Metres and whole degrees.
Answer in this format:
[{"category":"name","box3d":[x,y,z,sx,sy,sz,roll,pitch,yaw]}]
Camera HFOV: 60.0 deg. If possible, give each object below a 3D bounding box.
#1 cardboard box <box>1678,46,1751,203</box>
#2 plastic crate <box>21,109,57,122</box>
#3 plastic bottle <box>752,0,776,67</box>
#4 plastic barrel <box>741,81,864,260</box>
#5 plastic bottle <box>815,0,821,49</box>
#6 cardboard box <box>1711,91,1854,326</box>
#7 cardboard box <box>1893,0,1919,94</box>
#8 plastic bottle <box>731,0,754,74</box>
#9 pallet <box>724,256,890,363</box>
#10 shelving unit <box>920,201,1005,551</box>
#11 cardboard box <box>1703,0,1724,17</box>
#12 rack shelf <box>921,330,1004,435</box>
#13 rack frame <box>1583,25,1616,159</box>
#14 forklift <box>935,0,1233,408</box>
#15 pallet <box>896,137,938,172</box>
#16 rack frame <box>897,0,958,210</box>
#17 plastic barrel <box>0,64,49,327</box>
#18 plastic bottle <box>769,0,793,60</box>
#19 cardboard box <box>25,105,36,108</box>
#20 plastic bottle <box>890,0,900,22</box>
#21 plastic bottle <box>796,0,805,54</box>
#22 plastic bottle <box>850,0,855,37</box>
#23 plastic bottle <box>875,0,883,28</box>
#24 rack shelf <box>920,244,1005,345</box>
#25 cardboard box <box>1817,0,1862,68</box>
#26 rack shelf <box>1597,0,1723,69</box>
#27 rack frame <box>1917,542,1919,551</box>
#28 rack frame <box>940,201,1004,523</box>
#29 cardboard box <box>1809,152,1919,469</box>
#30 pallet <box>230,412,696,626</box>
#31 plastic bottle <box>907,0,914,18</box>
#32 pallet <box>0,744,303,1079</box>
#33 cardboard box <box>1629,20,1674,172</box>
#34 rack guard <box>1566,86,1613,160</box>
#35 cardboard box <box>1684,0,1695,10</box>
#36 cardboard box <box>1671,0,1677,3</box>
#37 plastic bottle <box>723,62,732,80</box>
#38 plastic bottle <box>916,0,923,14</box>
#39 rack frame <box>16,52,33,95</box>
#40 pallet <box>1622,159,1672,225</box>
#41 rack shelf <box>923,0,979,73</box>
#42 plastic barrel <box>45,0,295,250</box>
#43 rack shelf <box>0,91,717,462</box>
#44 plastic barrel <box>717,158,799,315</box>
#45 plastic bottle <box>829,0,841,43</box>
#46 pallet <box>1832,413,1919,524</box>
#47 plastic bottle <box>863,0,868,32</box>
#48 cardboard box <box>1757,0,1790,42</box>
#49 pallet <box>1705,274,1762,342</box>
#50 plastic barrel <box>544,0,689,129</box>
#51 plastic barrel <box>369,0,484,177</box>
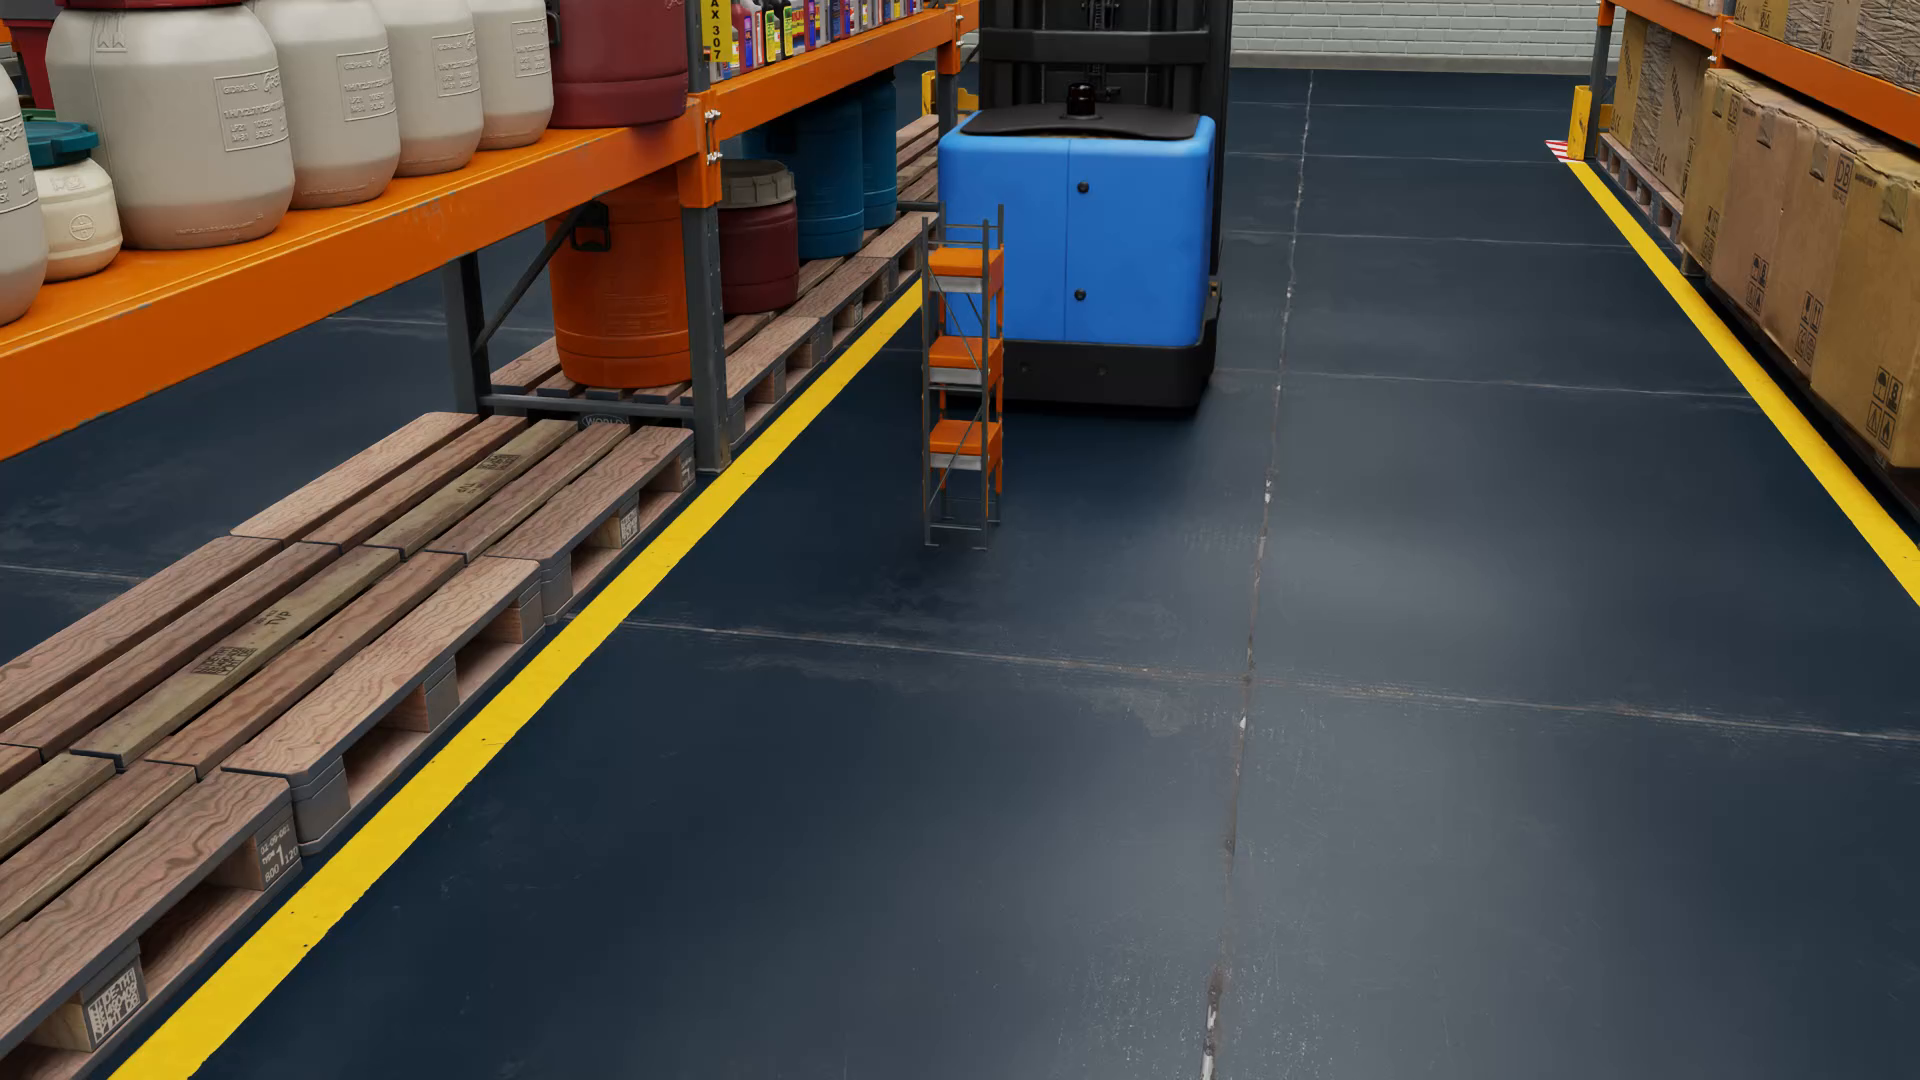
[{"category":"cardboard box","box3d":[4.548,-2.210,9.107,0.875,0.875,0.875,4,22,11]},{"category":"plastic crate","box3d":[-2.067,-0.777,3.552,0.450,0.188,0.662,4,22,11]},{"category":"plastic bottle","box3d":[-0.759,-1.974,6.396,0.061,0.283,0.133,4,22,11]},{"category":"plastic barrel","box3d":[-0.786,-1.908,8.322,0.600,0.901,0.708,4,22,11]},{"category":"plastic bottle","box3d":[-0.639,-2.217,7.014,0.097,0.271,0.097,0,22,0]},{"category":"cardboard box","box3d":[4.042,-1.412,7.126,1.225,0.875,0.875,4,22,9]},{"category":"cardboard box","box3d":[3.484,-1.730,5.500,0.500,0.500,0.500,4,22,10]},{"category":"plastic bottle","box3d":[-0.814,-1.876,6.153,0.061,0.283,0.133,4,22,11]},{"category":"pallet","box3d":[-0.959,-1.123,7.859,1.003,0.211,1.213,4,22,11]},{"category":"shelving unit","box3d":[0.011,-0.507,5.206,0.215,1.050,0.252,4,22,11]},{"category":"cardboard box","box3d":[4.076,-2.785,8.590,0.380,0.149,0.250,5,22,11]},{"category":"rack shelf","box3d":[0.011,-0.497,5.210,0.215,0.259,0.240,4,22,11]},{"category":"rack frame","box3d":[5.151,-4.228,11.837,1.000,3.000,0.127,4,22,11]},{"category":"forklift","box3d":[0.667,-2.389,7.361,1.130,2.935,3.031,4,22,9]},{"category":"pallet","box3d":[-0.155,-2.569,11.449,1.003,0.211,1.213,4,22,11]},{"category":"rack frame","box3d":[-0.514,-3.143,9.142,1.000,3.000,0.127,4,22,11]},{"category":"plastic barrel","box3d":[-1.736,-0.613,2.679,0.433,0.535,0.433,0,22,0]},{"category":"plastic bottle","box3d":[-0.712,-2.059,6.606,0.061,0.283,0.133,4,22,11]},{"category":"cardboard box","box3d":[-5.182,-2.364,9.965,0.500,0.500,0.500,4,22,11]},{"category":"plastic bottle","box3d":[-0.381,-2.759,8.254,0.144,0.351,0.185,4,22,11]},{"category":"plastic bottle","box3d":[-0.686,-2.132,6.805,0.097,0.271,0.097,0,22,0]},{"category":"plastic bottle","box3d":[-0.527,-2.385,7.527,0.097,0.201,0.097,0,22,0]},{"category":"plastic bottle","box3d":[-0.455,-2.598,7.956,0.152,0.276,0.135,4,22,11]},{"category":"rack shelf","box3d":[0.011,-0.760,5.104,0.215,0.259,0.240,4,22,11]},{"category":"cardboard box","box3d":[3.692,-2.106,6.434,0.500,0.500,0.500,5,22,12]},{"category":"rack shelf","box3d":[4.743,-3.163,10.155,1.077,0.370,4.000,4,22,11]},{"category":"rack frame","box3d":[3.519,-1.302,4.572,1.000,3.000,0.127,4,22,11]},{"category":"rack frame","box3d":[0.036,-0.551,5.317,0.200,1.050,0.008,4,22,11]},{"category":"cardboard box","box3d":[3.680,-0.762,5.513,1.225,0.875,0.875,3,22,8]},{"category":"pallet","box3d":[-1.526,-0.106,5.334,1.003,0.211,1.213,4,22,11]},{"category":"plastic bottle","box3d":[-0.280,-2.832,8.526,0.061,0.283,0.133,4,22,11]},{"category":"pallet","box3d":[-2.024,0.786,3.119,1.003,0.211,1.213,4,22,11]},{"category":"cardboard box","box3d":[4.913,-2.864,10.733,0.875,0.875,0.875,4,22,11]},{"category":"rack guard","box3d":[5.156,-3.077,12.325,1.175,0.500,0.348,4,22,11]},{"category":"cardboard box","box3d":[4.181,-2.973,9.057,0.380,0.149,0.250,4,22,10]},{"category":"cardboard box","box3d":[4.286,-3.162,9.525,0.380,0.149,0.250,5,22,12]},{"category":"plastic bottle","box3d":[-0.875,-1.794,5.965,0.097,0.271,0.097,0,22,0]},{"category":"plastic bottle","box3d":[-0.278,-2.916,8.746,0.152,0.276,0.135,4,22,11]},{"category":"rack frame","box3d":[-5.362,-3.522,10.083,1.000,3.000,0.127,4,22,11]},{"category":"pallet","box3d":[4.813,-2.191,10.512,1.003,0.211,1.213,4,22,11]},{"category":"rack shelf","box3d":[-0.106,-3.541,11.092,1.077,0.370,4.000,4,22,11]},{"category":"plastic barrel","box3d":[-1.587,-0.882,3.345,0.433,0.535,0.433,0,22,0]},{"category":"rack shelf","box3d":[-1.738,-0.615,3.828,1.077,0.370,4.000,4,22,11]},{"category":"plastic barrel","box3d":[-1.017,-1.349,7.355,0.600,0.588,0.708,4,22,11]},{"category":"plastic bottle","box3d":[-0.606,-2.356,7.254,0.144,0.351,0.185,4,22,11]},{"category":"pallet","box3d":[3.753,-0.291,5.795,1.003,0.211,1.213,4,22,11]},{"category":"plastic bottle","box3d":[-0.480,-2.470,7.738,0.097,0.201,0.097,0,22,0]},{"category":"cardboard box","box3d":[3.895,-2.478,7.359,0.500,0.500,0.500,4,22,11]},{"category":"pallet","box3d":[4.251,-1.184,8.010,1.003,0.211,1.213,4,22,11]},{"category":"plastic barrel","box3d":[-1.128,-1.550,5.005,0.600,0.536,0.708,4,22,11]},{"category":"plastic barrel","box3d":[-1.417,-1.185,4.132,0.421,0.512,0.421,0,22,0]}]
